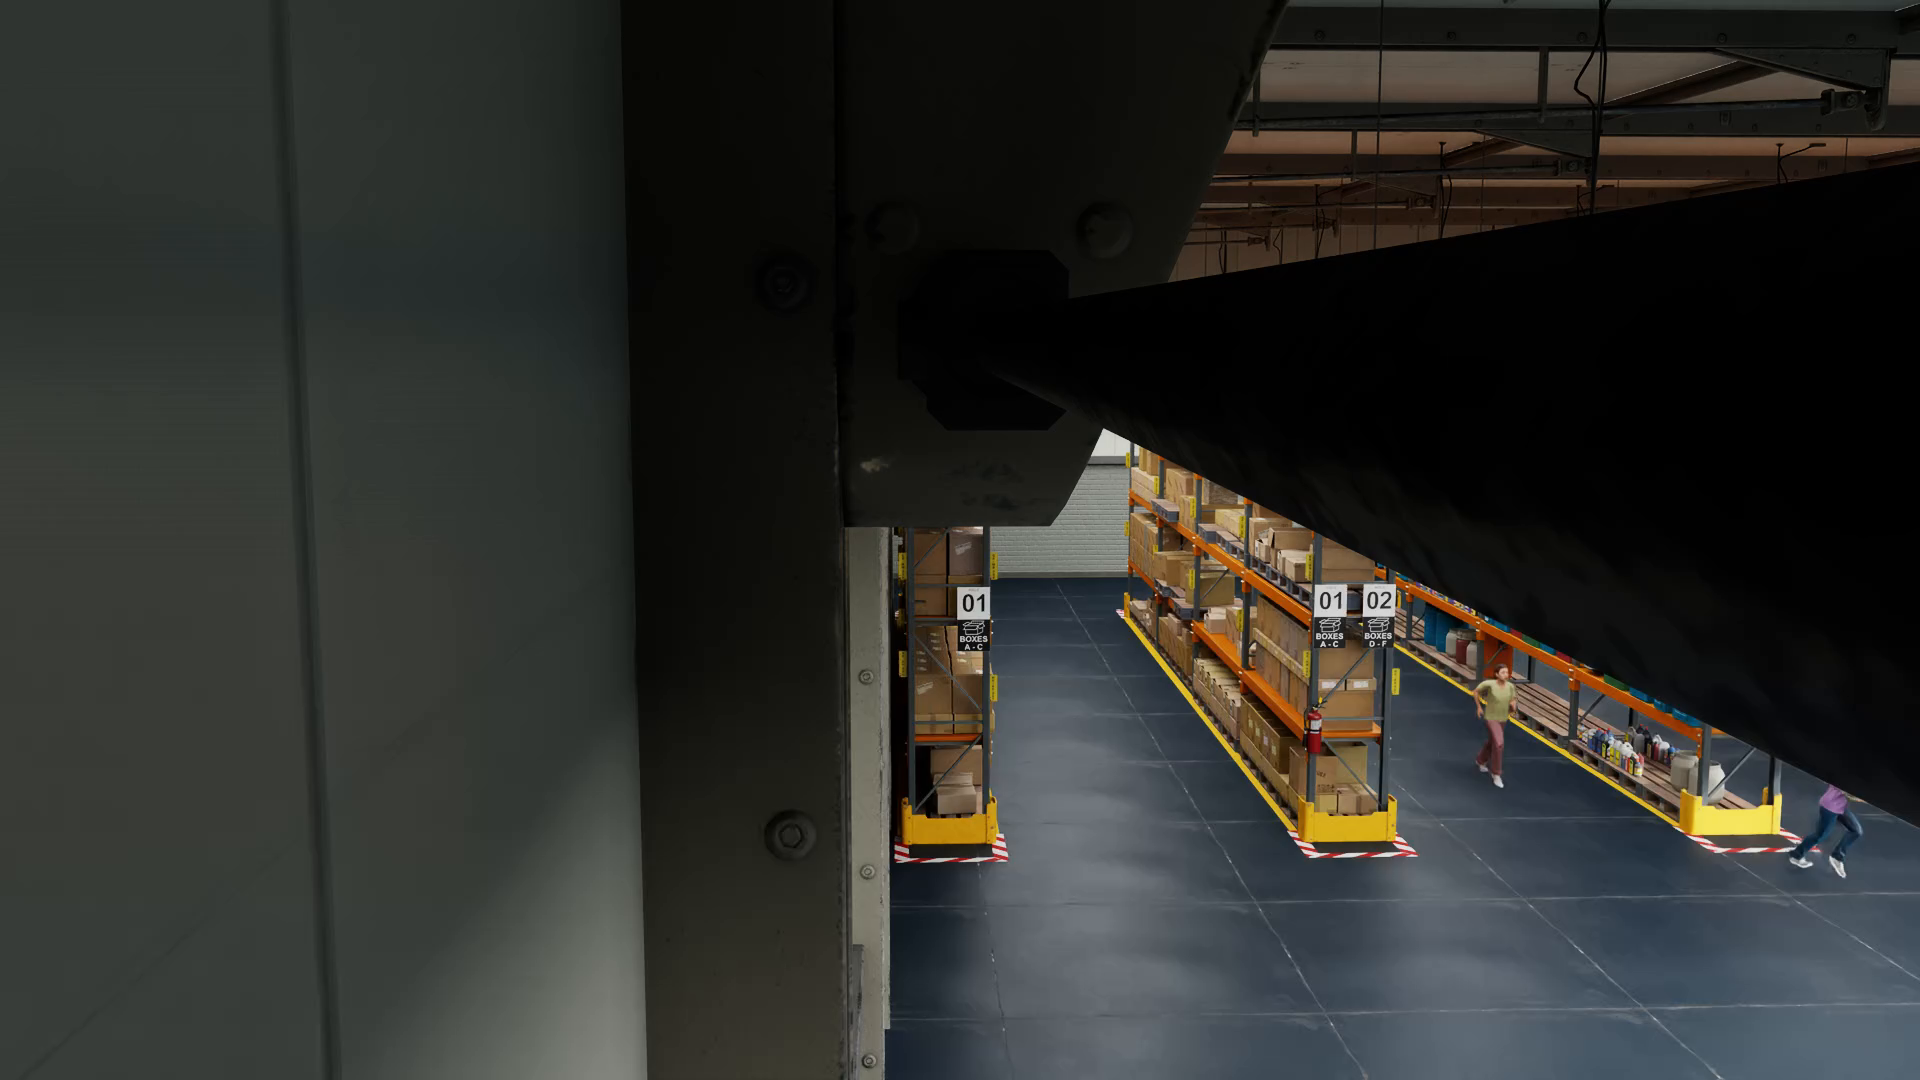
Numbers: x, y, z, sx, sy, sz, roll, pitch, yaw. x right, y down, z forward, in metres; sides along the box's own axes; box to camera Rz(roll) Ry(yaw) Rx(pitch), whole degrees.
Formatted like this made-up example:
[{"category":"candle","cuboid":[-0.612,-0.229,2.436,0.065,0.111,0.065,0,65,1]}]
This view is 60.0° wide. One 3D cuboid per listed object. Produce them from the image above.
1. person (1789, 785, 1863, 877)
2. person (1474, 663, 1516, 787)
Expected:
[{"category":"person","cuboid":[10.135,3.174,19.248,0.896,1.465,0.573,4,9,31]},{"category":"person","cuboid":[7.488,2.542,23.296,0.499,1.703,0.851,-3,8,-19]}]
